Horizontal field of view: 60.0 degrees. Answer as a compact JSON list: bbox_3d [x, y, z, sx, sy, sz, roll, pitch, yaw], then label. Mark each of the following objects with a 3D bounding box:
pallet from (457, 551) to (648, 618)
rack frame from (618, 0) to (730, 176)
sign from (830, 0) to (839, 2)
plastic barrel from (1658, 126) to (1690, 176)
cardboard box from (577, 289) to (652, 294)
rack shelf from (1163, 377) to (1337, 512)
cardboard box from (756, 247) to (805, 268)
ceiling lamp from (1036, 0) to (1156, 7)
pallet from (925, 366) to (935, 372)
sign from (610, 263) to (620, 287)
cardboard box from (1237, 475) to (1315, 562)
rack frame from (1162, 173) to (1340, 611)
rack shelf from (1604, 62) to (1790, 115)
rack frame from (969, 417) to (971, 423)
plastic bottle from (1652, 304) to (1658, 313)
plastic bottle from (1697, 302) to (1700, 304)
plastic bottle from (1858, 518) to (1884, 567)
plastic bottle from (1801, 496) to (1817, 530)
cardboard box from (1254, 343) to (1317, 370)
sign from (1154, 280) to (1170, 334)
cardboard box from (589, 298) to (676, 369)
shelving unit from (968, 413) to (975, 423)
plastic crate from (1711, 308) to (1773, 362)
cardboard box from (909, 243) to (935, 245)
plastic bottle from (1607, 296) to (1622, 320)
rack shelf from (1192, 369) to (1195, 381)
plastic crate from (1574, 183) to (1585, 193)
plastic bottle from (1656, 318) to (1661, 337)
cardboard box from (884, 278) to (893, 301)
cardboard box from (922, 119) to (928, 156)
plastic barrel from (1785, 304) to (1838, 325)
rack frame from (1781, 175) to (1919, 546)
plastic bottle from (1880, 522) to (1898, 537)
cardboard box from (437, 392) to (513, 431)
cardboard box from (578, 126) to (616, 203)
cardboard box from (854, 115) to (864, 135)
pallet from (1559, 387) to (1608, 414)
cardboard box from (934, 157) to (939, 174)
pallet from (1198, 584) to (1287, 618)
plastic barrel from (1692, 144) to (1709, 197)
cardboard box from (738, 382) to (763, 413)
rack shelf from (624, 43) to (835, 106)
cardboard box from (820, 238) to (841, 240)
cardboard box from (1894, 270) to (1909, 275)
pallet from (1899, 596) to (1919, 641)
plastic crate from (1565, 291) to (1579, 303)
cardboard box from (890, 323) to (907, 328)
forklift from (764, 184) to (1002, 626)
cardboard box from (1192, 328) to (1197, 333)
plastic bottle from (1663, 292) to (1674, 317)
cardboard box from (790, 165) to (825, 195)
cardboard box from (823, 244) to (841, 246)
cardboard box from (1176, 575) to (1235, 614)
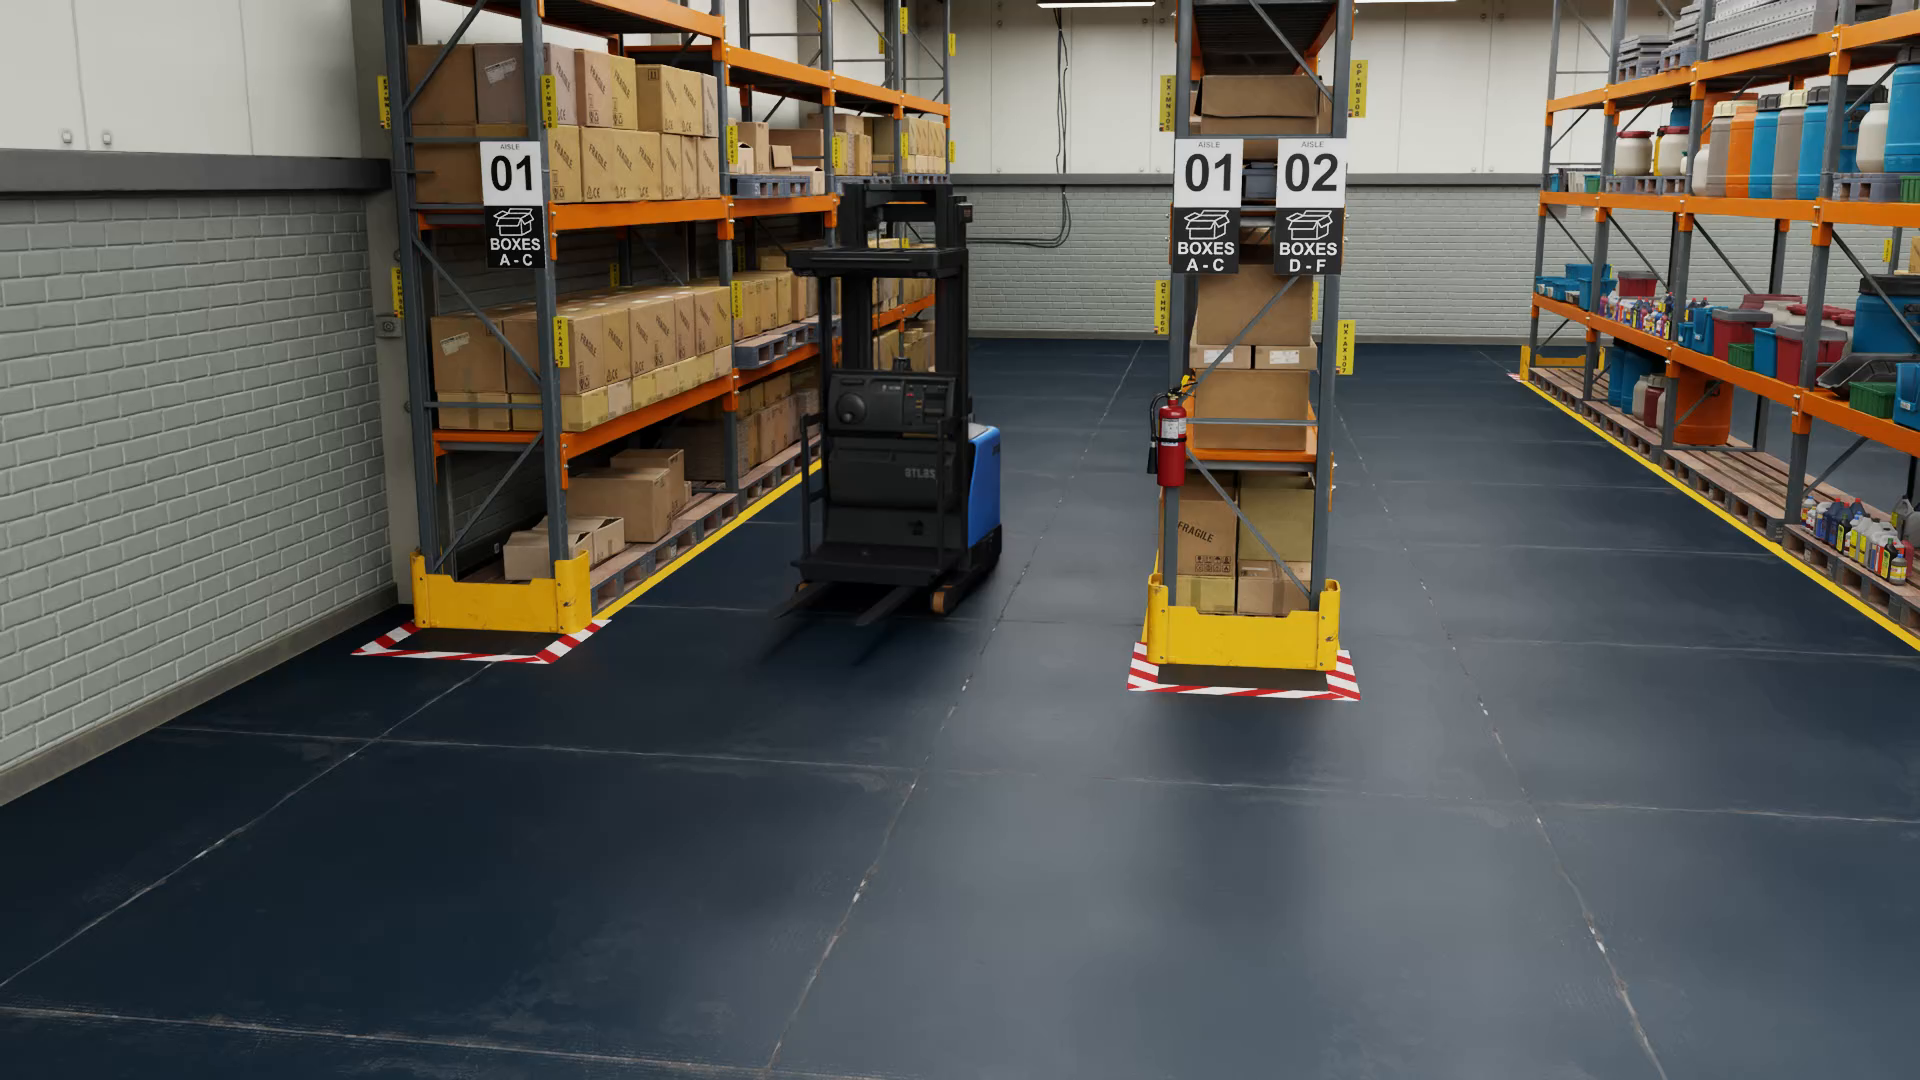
[{"bbox_3d":[-2.950,0.302,12.091,1.003,0.211,1.213,2,12,9],"label":"pallet"},{"bbox_3d":[-2.506,-4.643,14.176,1.000,3.000,0.127,2,12,9],"label":"rack frame"},{"bbox_3d":[-1.354,-5.955,17.860,0.100,0.325,0.005,2,12,9],"label":"sign"},{"bbox_3d":[8.022,-4.334,18.542,0.433,0.535,0.433,0,12,0],"label":"plastic barrel"},{"bbox_3d":[-2.868,-1.814,13.821,0.500,0.500,0.500,2,12,8],"label":"cardboard box"},{"bbox_3d":[2.081,-0.782,12.210,1.077,0.370,4.000,2,12,9],"label":"rack shelf"},{"bbox_3d":[-2.078,-3.216,19.025,0.500,0.250,0.500,2,12,10],"label":"cardboard box"},{"bbox_3d":[2.247,-10.471,27.365,2.000,3.185,0.800,2,12,9],"label":"ceiling lamp"},{"bbox_3d":[-0.896,-2.423,24.733,1.003,0.211,1.213,2,12,9],"label":"pallet"},{"bbox_3d":[-3.055,-2.293,14.766,0.100,0.325,0.005,2,12,9],"label":"sign"},{"bbox_3d":[2.151,-0.154,11.337,0.500,0.500,0.500,2,12,9],"label":"cardboard box"},{"bbox_3d":[1.774,-0.718,10.203,1.000,3.000,0.127,2,12,9],"label":"rack frame"},{"bbox_3d":[8.206,-5.023,18.600,1.077,0.370,4.000,2,12,9],"label":"rack shelf"},{"bbox_3d":[-0.011,-0.499,13.817,0.200,1.050,0.008,2,12,9],"label":"rack frame"},{"bbox_3d":[7.885,-2.534,18.910,0.061,0.283,0.133,2,12,9],"label":"plastic bottle"},{"bbox_3d":[8.582,-2.644,19.435,0.152,0.276,0.135,2,12,9],"label":"plastic bottle"},{"bbox_3d":[6.626,0.012,12.061,0.144,0.351,0.185,2,12,11],"label":"plastic bottle"},{"bbox_3d":[6.801,-0.218,13.317,0.097,0.271,0.097,0,12,0],"label":"plastic bottle"},{"bbox_3d":[2.047,-1.158,10.471,0.380,0.149,0.250,2,12,8],"label":"cardboard box"},{"bbox_3d":[1.240,-1.420,10.151,0.100,0.325,0.005,2,12,9],"label":"sign"},{"bbox_3d":[-2.512,-1.588,12.769,0.500,0.500,0.500,2,12,10],"label":"cardboard box"},{"bbox_3d":[0.008,-0.524,13.934,0.215,1.050,0.252,2,12,9],"label":"shelving unit"},{"bbox_3d":[7.347,-1.926,15.660,0.402,0.464,0.583,2,12,9],"label":"plastic crate"},{"bbox_3d":[-0.729,-4.248,25.873,0.980,0.700,0.700,2,12,11],"label":"cardboard box"},{"bbox_3d":[8.009,-2.833,20.315,0.152,0.276,0.135,2,12,9],"label":"plastic bottle"},{"bbox_3d":[2.697,-1.615,16.074,1.077,0.370,4.000,2,12,9],"label":"rack shelf"},{"bbox_3d":[8.333,-4.669,22.043,0.293,0.136,0.466,2,12,9],"label":"plastic crate"},{"bbox_3d":[7.625,-2.314,18.083,0.097,0.201,0.097,0,12,0],"label":"plastic bottle"},{"bbox_3d":[-1.167,-3.369,21.513,0.500,0.500,0.500,2,12,9],"label":"cardboard box"},{"bbox_3d":[-0.746,-5.739,23.723,0.500,0.500,0.500,2,12,9],"label":"cardboard box"},{"bbox_3d":[7.826,-1.890,15.322,0.433,0.535,0.433,0,12,0],"label":"plastic barrel"},{"bbox_3d":[7.283,-1.389,13.318,1.000,3.000,0.127,2,12,9],"label":"rack frame"},{"bbox_3d":[6.804,0.009,12.251,0.152,0.276,0.135,2,12,9],"label":"plastic bottle"},{"bbox_3d":[-3.241,-0.917,11.438,0.500,0.250,0.500,2,12,9],"label":"cardboard box"},{"bbox_3d":[-2.705,-2.574,11.414,0.500,0.500,0.500,3,12,12],"label":"cardboard box"},{"bbox_3d":[-1.541,-5.293,21.253,0.500,0.250,0.500,3,12,13],"label":"cardboard box"},{"bbox_3d":[8.588,-1.845,22.055,1.003,0.211,1.213,2,12,9],"label":"pallet"},{"bbox_3d":[-0.590,-5.586,24.794,0.500,0.250,0.500,1,12,7],"label":"cardboard box"},{"bbox_3d":[1.850,0.485,11.242,1.003,0.211,1.213,2,12,9],"label":"pallet"},{"bbox_3d":[7.547,-3.688,16.600,0.421,0.512,0.421,0,12,0],"label":"plastic barrel"},{"bbox_3d":[-2.269,-1.424,16.588,0.500,0.250,0.500,2,12,7],"label":"cardboard box"},{"bbox_3d":[-2.199,-4.512,16.225,1.077,0.370,4.000,2,12,9],"label":"rack shelf"},{"bbox_3d":[-1.604,-3.859,22.007,0.500,0.250,0.500,2,12,10],"label":"cardboard box"},{"bbox_3d":[13.682,-3.707,23.726,0.500,0.250,0.500,2,12,7],"label":"cardboard box"},{"bbox_3d":[6.763,0.621,10.613,1.003,0.211,1.213,2,12,9],"label":"pallet"},{"bbox_3d":[8.484,-3.327,22.794,0.293,0.136,0.466,2,12,9],"label":"plastic crate"},{"bbox_3d":[-1.002,-3.181,25.032,0.380,0.149,0.250,2,12,9],"label":"cardboard box"},{"bbox_3d":[-0.541,-1.004,11.693,1.130,2.935,3.031,3,13,15],"label":"forklift"},{"bbox_3d":[1.803,-1.384,11.518,0.380,0.149,0.250,2,12,10],"label":"cardboard box"},{"bbox_3d":[8.524,-2.794,19.957,0.144,0.351,0.185,2,12,9],"label":"plastic bottle"},{"bbox_3d":[-1.735,-3.816,17.627,0.500,0.311,0.500,2,12,9],"label":"cardboard box"},{"bbox_3d":[-1.412,-3.415,19.951,0.500,0.250,0.500,2,12,9],"label":"cardboard box"},{"bbox_3d":[1.564,0.300,11.011,0.500,0.250,0.500,2,12,9],"label":"cardboard box"}]
